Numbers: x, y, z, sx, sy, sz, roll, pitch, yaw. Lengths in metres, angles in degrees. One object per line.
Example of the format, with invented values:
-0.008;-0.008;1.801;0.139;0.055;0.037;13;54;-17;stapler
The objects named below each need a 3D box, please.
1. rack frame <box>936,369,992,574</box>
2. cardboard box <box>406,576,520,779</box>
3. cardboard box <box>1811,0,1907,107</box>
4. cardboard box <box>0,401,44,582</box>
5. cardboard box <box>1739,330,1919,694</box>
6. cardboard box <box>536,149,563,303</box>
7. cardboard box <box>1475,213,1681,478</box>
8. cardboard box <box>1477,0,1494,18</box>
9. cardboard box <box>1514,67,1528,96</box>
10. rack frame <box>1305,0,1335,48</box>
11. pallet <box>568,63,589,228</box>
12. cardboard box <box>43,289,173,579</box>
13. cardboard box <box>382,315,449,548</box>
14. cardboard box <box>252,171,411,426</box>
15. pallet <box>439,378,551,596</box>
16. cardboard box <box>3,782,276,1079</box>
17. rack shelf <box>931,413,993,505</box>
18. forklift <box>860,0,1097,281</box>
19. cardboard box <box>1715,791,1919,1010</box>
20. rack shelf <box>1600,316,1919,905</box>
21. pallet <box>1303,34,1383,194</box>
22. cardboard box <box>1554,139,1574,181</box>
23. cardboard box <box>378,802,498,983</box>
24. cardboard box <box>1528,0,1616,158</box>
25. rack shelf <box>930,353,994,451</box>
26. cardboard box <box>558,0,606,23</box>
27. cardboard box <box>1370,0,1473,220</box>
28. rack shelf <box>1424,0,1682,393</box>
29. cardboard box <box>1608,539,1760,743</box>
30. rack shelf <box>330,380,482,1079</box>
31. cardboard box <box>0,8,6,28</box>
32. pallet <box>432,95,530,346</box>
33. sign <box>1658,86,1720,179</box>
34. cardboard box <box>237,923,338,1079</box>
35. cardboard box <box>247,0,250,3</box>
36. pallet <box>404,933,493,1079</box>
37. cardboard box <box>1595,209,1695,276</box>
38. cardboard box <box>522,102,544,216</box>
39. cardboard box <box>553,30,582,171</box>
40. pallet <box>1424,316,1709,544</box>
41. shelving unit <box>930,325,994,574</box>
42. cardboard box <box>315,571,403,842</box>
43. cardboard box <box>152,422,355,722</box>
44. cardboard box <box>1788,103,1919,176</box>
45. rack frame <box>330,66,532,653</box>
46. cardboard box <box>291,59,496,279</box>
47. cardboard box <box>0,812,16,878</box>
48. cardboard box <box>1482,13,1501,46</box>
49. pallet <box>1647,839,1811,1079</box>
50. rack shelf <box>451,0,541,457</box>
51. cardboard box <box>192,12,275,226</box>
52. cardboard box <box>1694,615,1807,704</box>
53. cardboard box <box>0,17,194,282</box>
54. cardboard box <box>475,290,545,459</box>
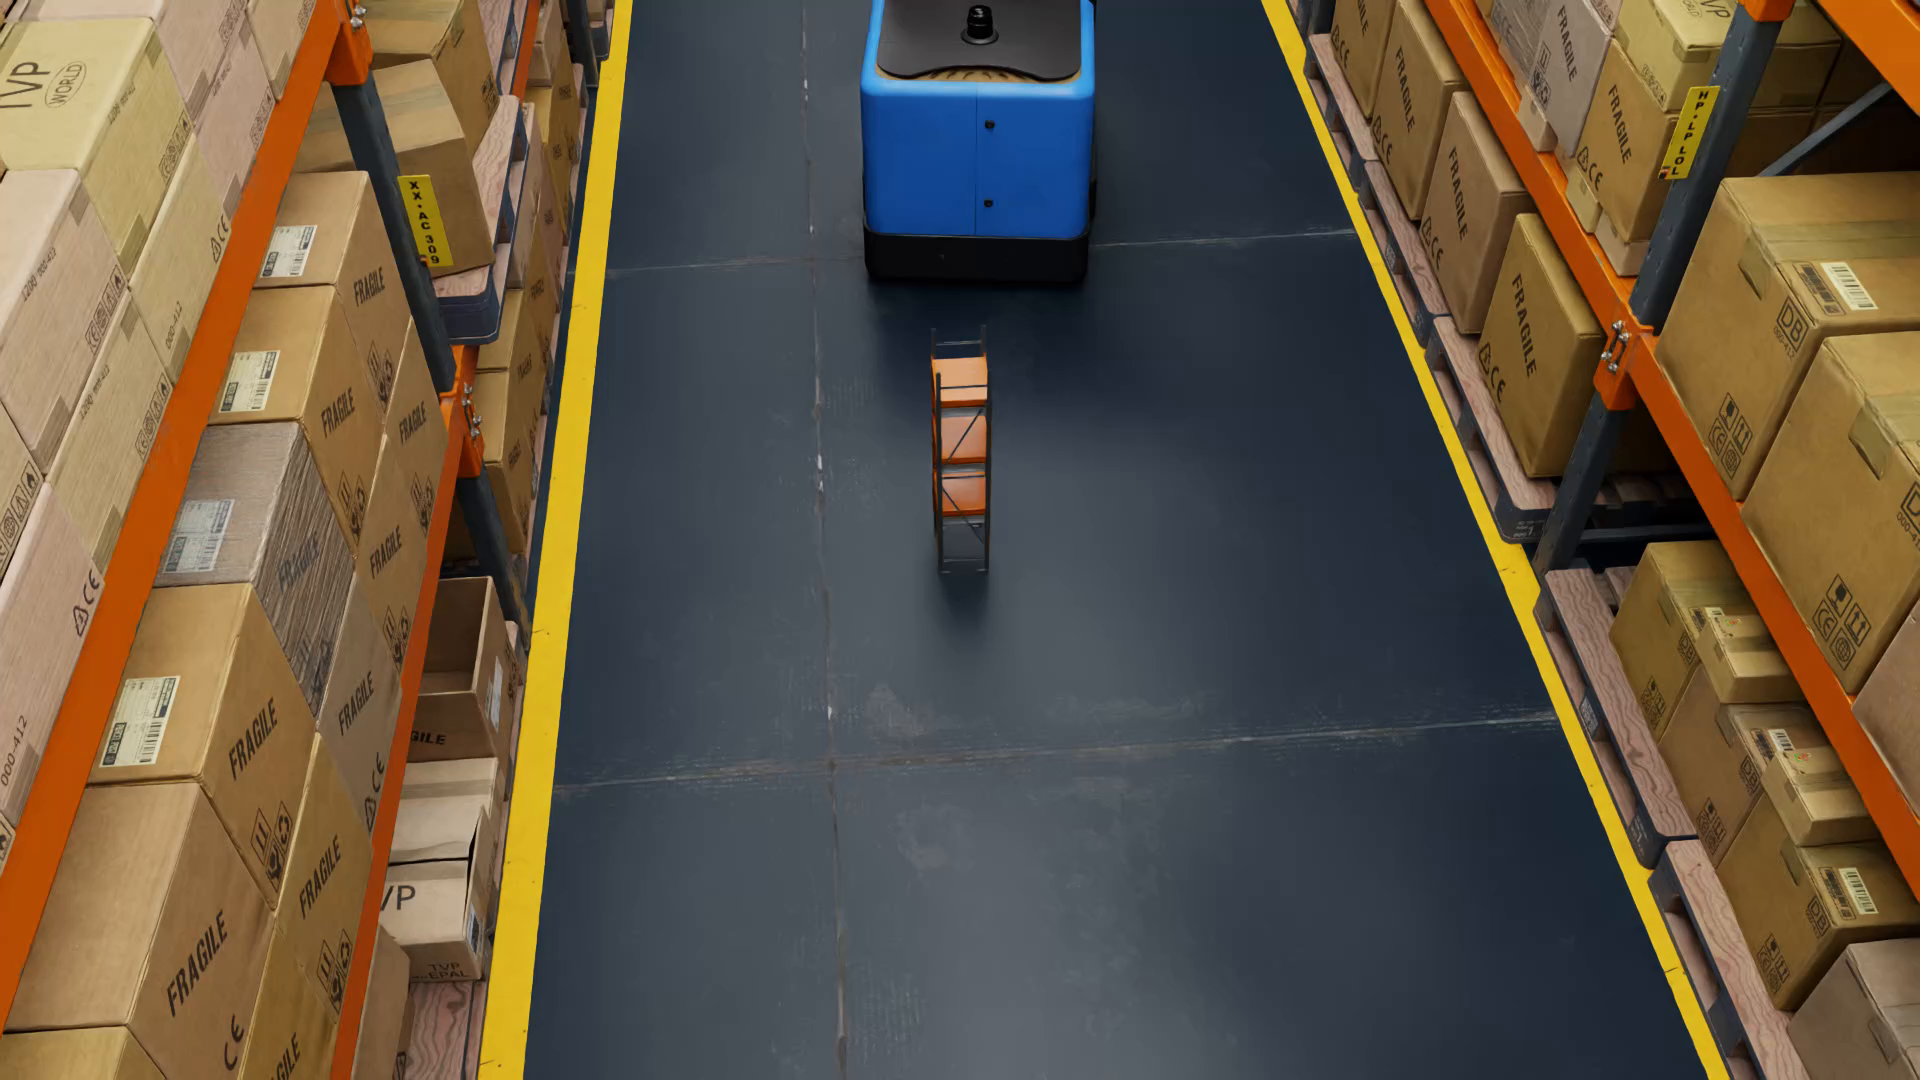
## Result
0.015;-0.234;6.249;0.200;1.050;0.008;-3;47;-3;rack frame
-1.816;0.485;5.643;0.500;0.500;0.500;-3;47;-3;cardboard box
3.010;-1.672;5.464;0.500;0.250;0.500;-2;47;-2;cardboard box
-1.679;0.013;2.365;0.500;0.250;0.500;-3;47;-3;cardboard box
2.874;-0.103;4.575;0.980;0.700;0.700;-5;47;-4;cardboard box
-2.076;-1.388;7.417;0.500;0.500;0.500;-5;47;-5;cardboard box
2.605;-0.790;6.623;0.750;0.750;0.750;-3;47;-3;cardboard box
2.366;-2.478;6.743;0.500;0.500;0.500;-2;47;-2;cardboard box
2.422;-1.810;6.557;0.380;0.149;0.250;-3;47;-3;cardboard box
2.454;-3.816;8.298;1.000;3.000;0.127;-3;47;-3;rack frame
-2.457;-2.011;8.509;1.003;0.211;1.213;-3;47;-3;pallet
-1.722;-0.177;2.889;0.500;0.250;0.500;-3;47;-3;cardboard box
-1.849;-0.306;4.905;0.500;0.500;0.500;-3;47;-3;cardboard box
-1.846;-0.646;4.539;0.500;0.500;0.500;-3;47;-3;cardboard box
-2.252;-0.245;6.837;1.003;0.211;1.213;-3;47;-3;pallet
-1.674;0.821;3.149;0.500;0.500;0.500;-3;47;-3;cardboard box
0.004;-0.315;6.340;0.215;0.259;0.240;-3;47;-3;rack shelf
0.137;-3.282;7.840;1.130;2.935;3.031;2;47;2;forklift
2.829;1.076;5.098;0.700;0.500;0.500;-3;47;-2;cardboard box
2.957;0.772;4.448;1.077;0.370;4.000;-3;47;-3;rack shelf
2.445;-2.282;8.766;1.003;0.211;1.213;-3;47;-3;pallet
2.457;-1.441;6.208;0.380;0.149;0.250;-2;47;-2;cardboard box
-1.754;1.093;5.198;0.500;0.311;0.500;-3;47;-3;cardboard box
2.447;-1.753;6.056;0.500;0.500;0.500;-3;47;-3;cardboard box
0.004;-0.510;6.134;0.215;0.259;0.240;-3;47;-3;rack shelf
-2.233;-3.108;9.232;0.500;0.250;0.500;-4;47;-3;cardboard box
2.452;-2.047;7.814;0.750;0.750;0.750;-4;47;-3;cardboard box
2.622;-2.122;7.189;1.077;0.370;4.000;-3;47;-3;rack shelf
2.750;0.340;5.794;0.700;0.500;0.500;-3;47;-3;cardboard box
-1.979;1.076;4.160;1.077;0.370;4.000;-3;47;-3;rack shelf
-2.119;-0.947;2.757;0.700;0.500;0.500;-3;47;-3;cardboard box
-2.105;-1.137;5.893;1.003;0.211;1.213;-3;47;-3;pallet
2.249;-1.253;5.128;0.100;0.325;0.005;-3;47;-3;sign
-1.674;1.168;3.509;0.500;0.500;0.500;-4;47;-3;cardboard box
-1.835;-1.435;3.736;0.500;0.250;0.500;-3;47;-3;cardboard box
-1.985;1.722;4.974;1.003;0.211;1.213;-3;47;-3;pallet
2.479;-1.070;5.857;0.380;0.149;0.250;-3;47;-3;cardboard box
-2.071;-1.619;7.119;0.500;0.250;0.500;-4;47;-4;cardboard box
-2.169;-2.142;8.131;0.500;0.500;0.500;-2;47;-2;cardboard box
2.650;-0.517;7.094;1.003;0.211;1.213;-3;47;-3;pallet
0.004;-0.322;6.332;0.215;1.050;0.252;-3;47;-3;shelving unit
-1.759;0.438;4.200;0.500;0.500;0.500;-3;47;-2;cardboard box
-1.759;0.089;3.842;0.500;0.500;0.500;-3;47;-3;cardboard box
3.002;-1.414;5.735;0.500;0.500;0.500;-5;47;-5;cardboard box
-2.147;-0.618;5.270;1.000;3.000;0.127;-3;47;-3;rack frame
-1.963;-1.153;5.418;0.700;0.500;0.500;-18;49;-16;cardboard box
-1.630;0.546;2.204;0.500;0.250;0.500;-3;47;-3;cardboard box
2.405;-2.185;6.912;0.380;0.149;0.250;-2;47;-2;cardboard box
2.880;1.477;5.206;1.003;0.211;1.213;-3;47;-3;pallet
-2.314;-1.818;6.901;1.077;0.370;4.000;-3;47;-3;rack shelf
-1.810;-0.900;3.574;0.500;0.250;0.500;-3;47;-3;cardboard box
2.597;0.376;5.313;0.380;0.149;0.250;-2;47;-2;cardboard box
-1.757;-0.711;3.050;0.500;0.250;0.500;-3;47;-3;cardboard box
-2.000;-0.660;6.728;0.500;0.500;0.500;-3;47;-3;cardboard box
